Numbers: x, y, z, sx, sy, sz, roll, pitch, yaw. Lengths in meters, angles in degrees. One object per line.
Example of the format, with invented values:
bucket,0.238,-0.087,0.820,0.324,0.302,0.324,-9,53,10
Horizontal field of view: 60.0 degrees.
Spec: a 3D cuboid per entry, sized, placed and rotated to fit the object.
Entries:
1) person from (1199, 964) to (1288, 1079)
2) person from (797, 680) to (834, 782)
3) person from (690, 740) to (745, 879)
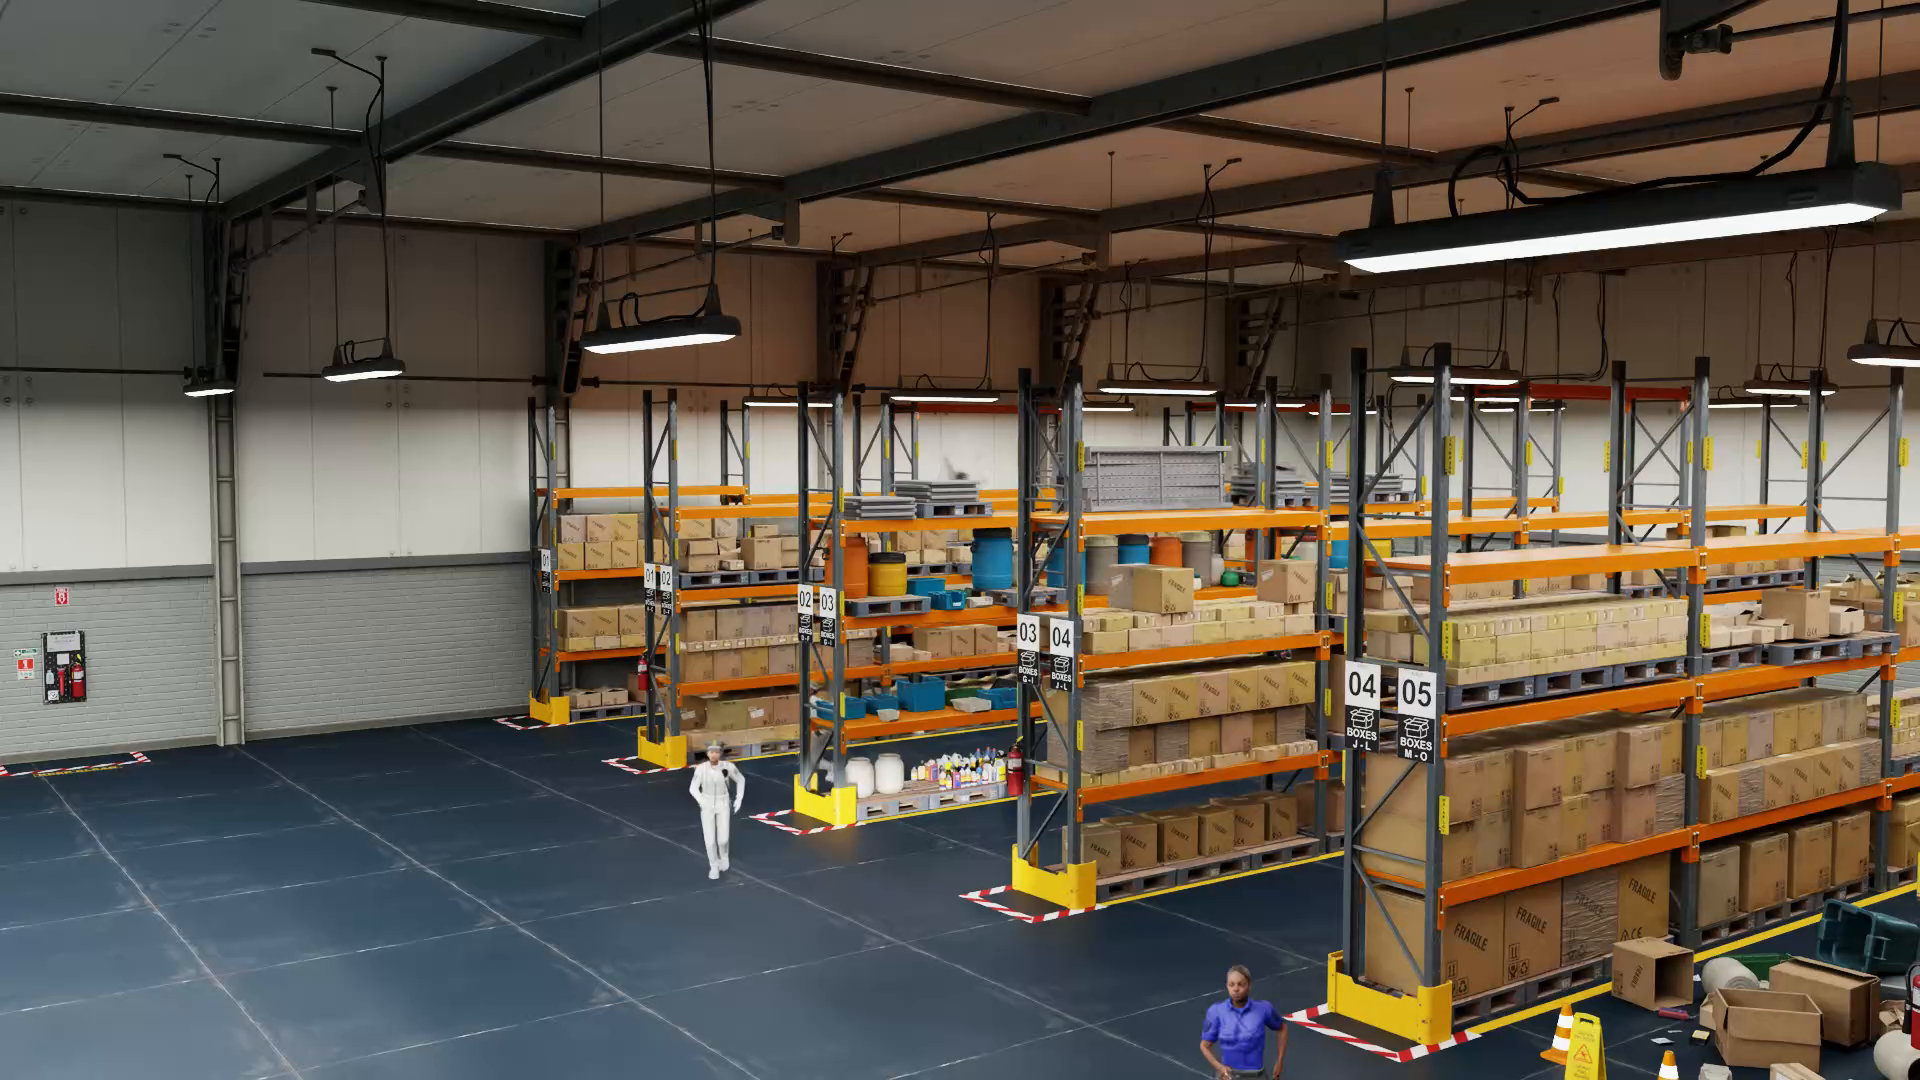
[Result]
person,1.905,3.691,11.205,0.581,1.651,0.656,1,3,12
person,-2.127,2.885,24.582,0.737,1.696,0.570,-2,4,-35
person,-2.868,3.180,19.651,0.648,1.666,0.531,0,3,-7
